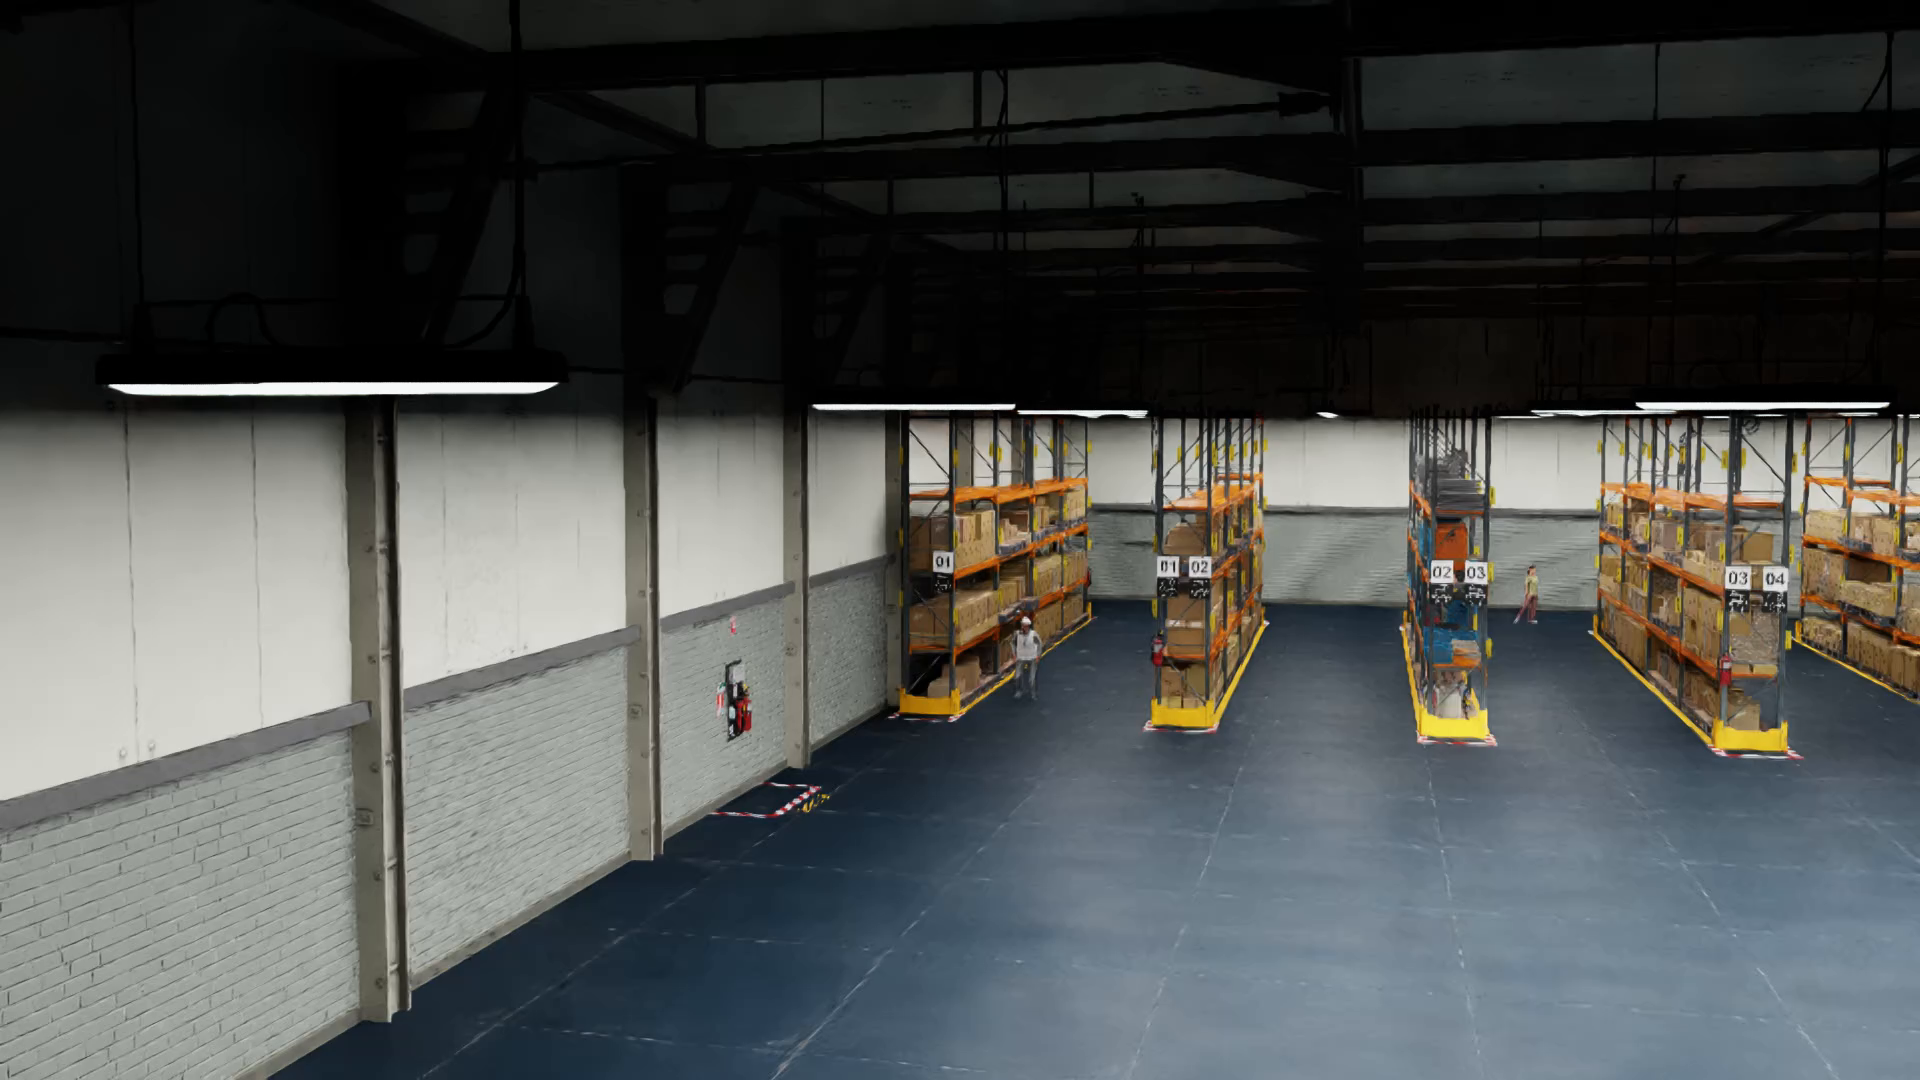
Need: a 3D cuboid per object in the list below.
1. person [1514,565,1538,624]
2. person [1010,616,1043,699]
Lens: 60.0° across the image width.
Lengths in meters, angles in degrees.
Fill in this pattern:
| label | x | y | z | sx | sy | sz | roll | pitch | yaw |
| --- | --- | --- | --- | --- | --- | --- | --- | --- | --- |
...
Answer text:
| label | x | y | z | sx | sy | sz | roll | pitch | yaw |
| --- | --- | --- | --- | --- | --- | --- | --- | --- | --- |
| person | 15.996 | 1.530 | 46.953 | 0.648 | 1.665 | 0.475 | -2 | 5 | -30 |
| person | 1.361 | 2.415 | 34.200 | 0.677 | 1.726 | 0.574 | 1 | 4 | 11 |
